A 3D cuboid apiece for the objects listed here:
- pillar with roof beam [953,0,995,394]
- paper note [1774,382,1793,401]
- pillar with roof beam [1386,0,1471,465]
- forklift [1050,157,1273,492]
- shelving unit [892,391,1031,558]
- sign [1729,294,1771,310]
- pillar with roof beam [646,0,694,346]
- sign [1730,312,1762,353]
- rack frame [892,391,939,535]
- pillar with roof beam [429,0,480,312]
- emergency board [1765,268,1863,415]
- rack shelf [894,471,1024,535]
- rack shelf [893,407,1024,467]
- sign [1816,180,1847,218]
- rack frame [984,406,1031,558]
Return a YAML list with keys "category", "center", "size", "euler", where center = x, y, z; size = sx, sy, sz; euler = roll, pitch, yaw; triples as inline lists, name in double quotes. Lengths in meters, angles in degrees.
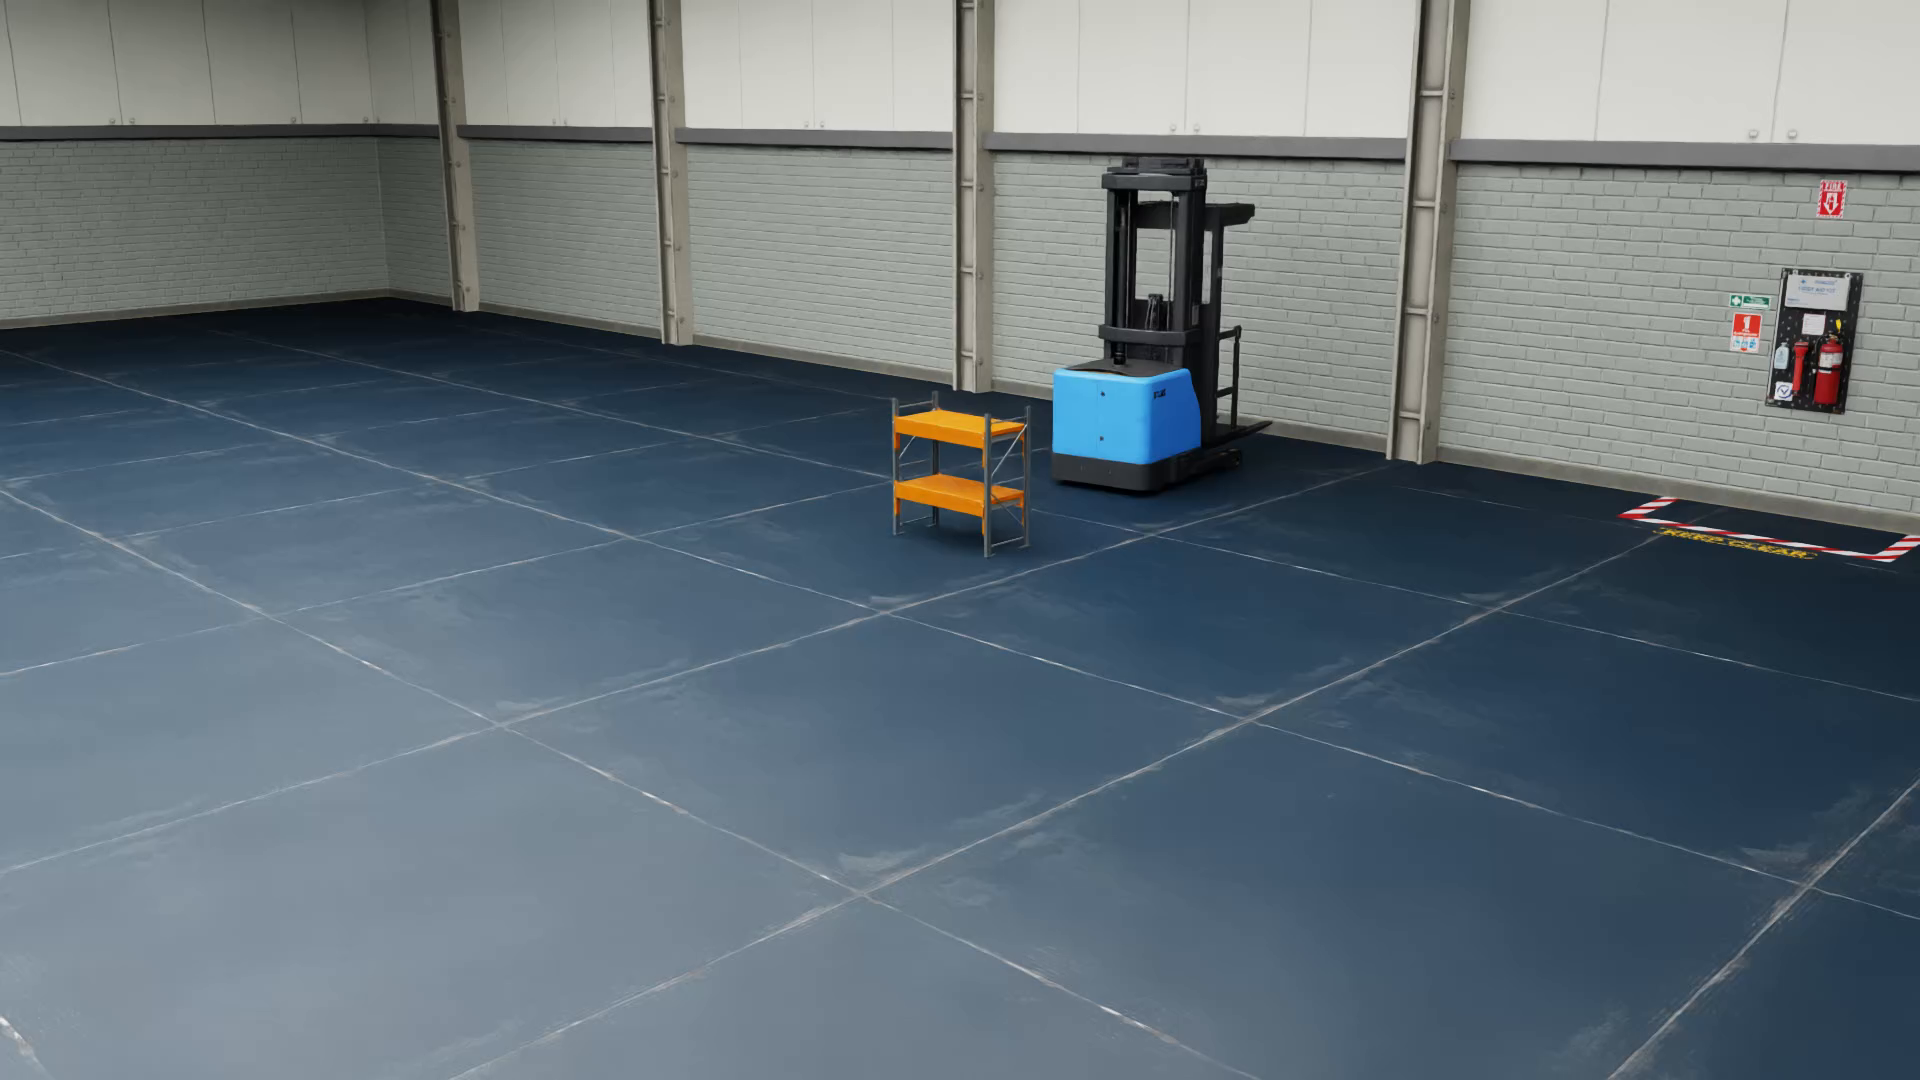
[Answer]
- category: "pillar with roof beam"
  center: [-2.830, -5.422, 16.393]
  size: [0.400, 9.000, 9.100]
  euler: [14, 20, 42]
- category: "paper note"
  center: [6.965, -1.257, 14.053]
  size: [0.142, 0.148, 0.016]
  euler: [14, 20, 42]
- category: "pillar with roof beam"
  center: [1.489, -4.372, 12.363]
  size: [0.400, 9.000, 9.100]
  euler: [14, 20, 42]
- category: "forklift"
  center: [2.098, -2.165, 15.929]
  size: [1.130, 2.935, 3.031]
  euler: [10, 18, 34]
- category: "shelving unit"
  center: [0.005, -0.543, 13.286]
  size: [1.048, 1.125, 0.538]
  euler: [14, 20, 42]
- category: "sign"
  center: [6.715, -2.026, 14.138]
  size: [0.331, 0.109, 0.001]
  euler: [14, 20, 42]
- category: "pillar with roof beam"
  center: [-7.149, -6.472, 20.423]
  size: [0.400, 9.000, 9.100]
  euler: [14, 20, 42]
- category: "sign"
  center: [6.718, -1.772, 14.214]
  size: [0.234, 0.329, 0.001]
  euler: [14, 20, 42]
- category: "rack frame"
  center: [-0.361, -0.632, 13.627]
  size: [0.032, 1.125, 0.500]
  euler: [14, 20, 42]
- category: "pillar with roof beam"
  center: [-11.468, -7.522, 24.453]
  size: [0.400, 9.000, 9.100]
  euler: [14, 20, 42]
- category: "emergency board"
  center: [7.044, -1.639, 13.775]
  size: [0.643, 1.169, 0.194]
  euler: [14, 20, 42]
- category: "rack shelf"
  center: [0.005, -0.307, 13.347]
  size: [1.000, 0.278, 0.538]
  euler: [14, 20, 42]
- category: "rack shelf"
  center: [0.005, -0.826, 13.212]
  size: [1.000, 0.278, 0.538]
  euler: [14, 20, 42]
- category: "sign"
  center: [7.108, -2.781, 13.557]
  size: [0.199, 0.298, 0.001]
  euler: [14, 20, 42]
- category: "rack frame"
  center: [0.371, -0.454, 12.944]
  size: [0.032, 1.125, 0.500]
  euler: [14, 20, 42]
